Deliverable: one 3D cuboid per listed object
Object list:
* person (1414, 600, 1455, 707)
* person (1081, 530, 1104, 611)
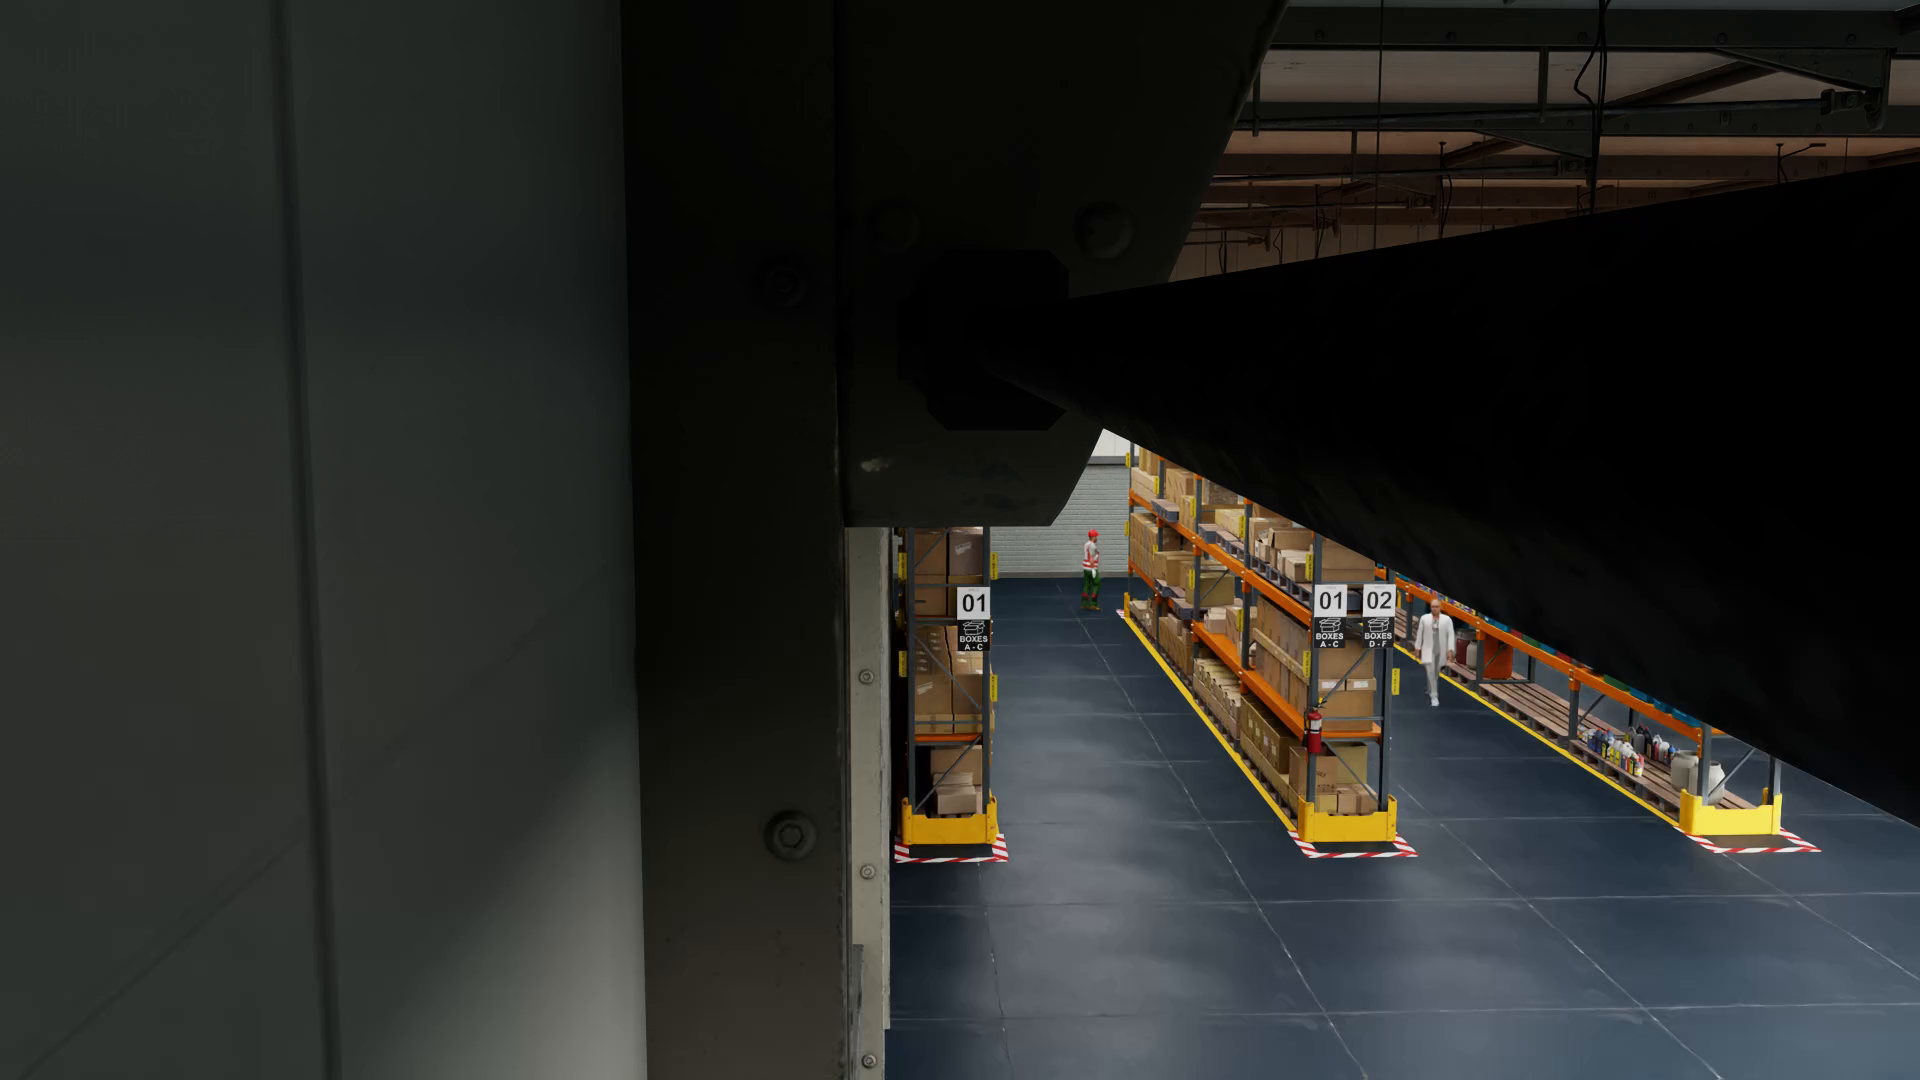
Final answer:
[{"bbox_3d":[8.022,1.867,28.007,0.590,1.718,1.102,0,7,-1],"label":"person"},{"bbox_3d":[2.957,0.689,37.256,0.469,1.835,0.622,-2,8,-17],"label":"person"}]
